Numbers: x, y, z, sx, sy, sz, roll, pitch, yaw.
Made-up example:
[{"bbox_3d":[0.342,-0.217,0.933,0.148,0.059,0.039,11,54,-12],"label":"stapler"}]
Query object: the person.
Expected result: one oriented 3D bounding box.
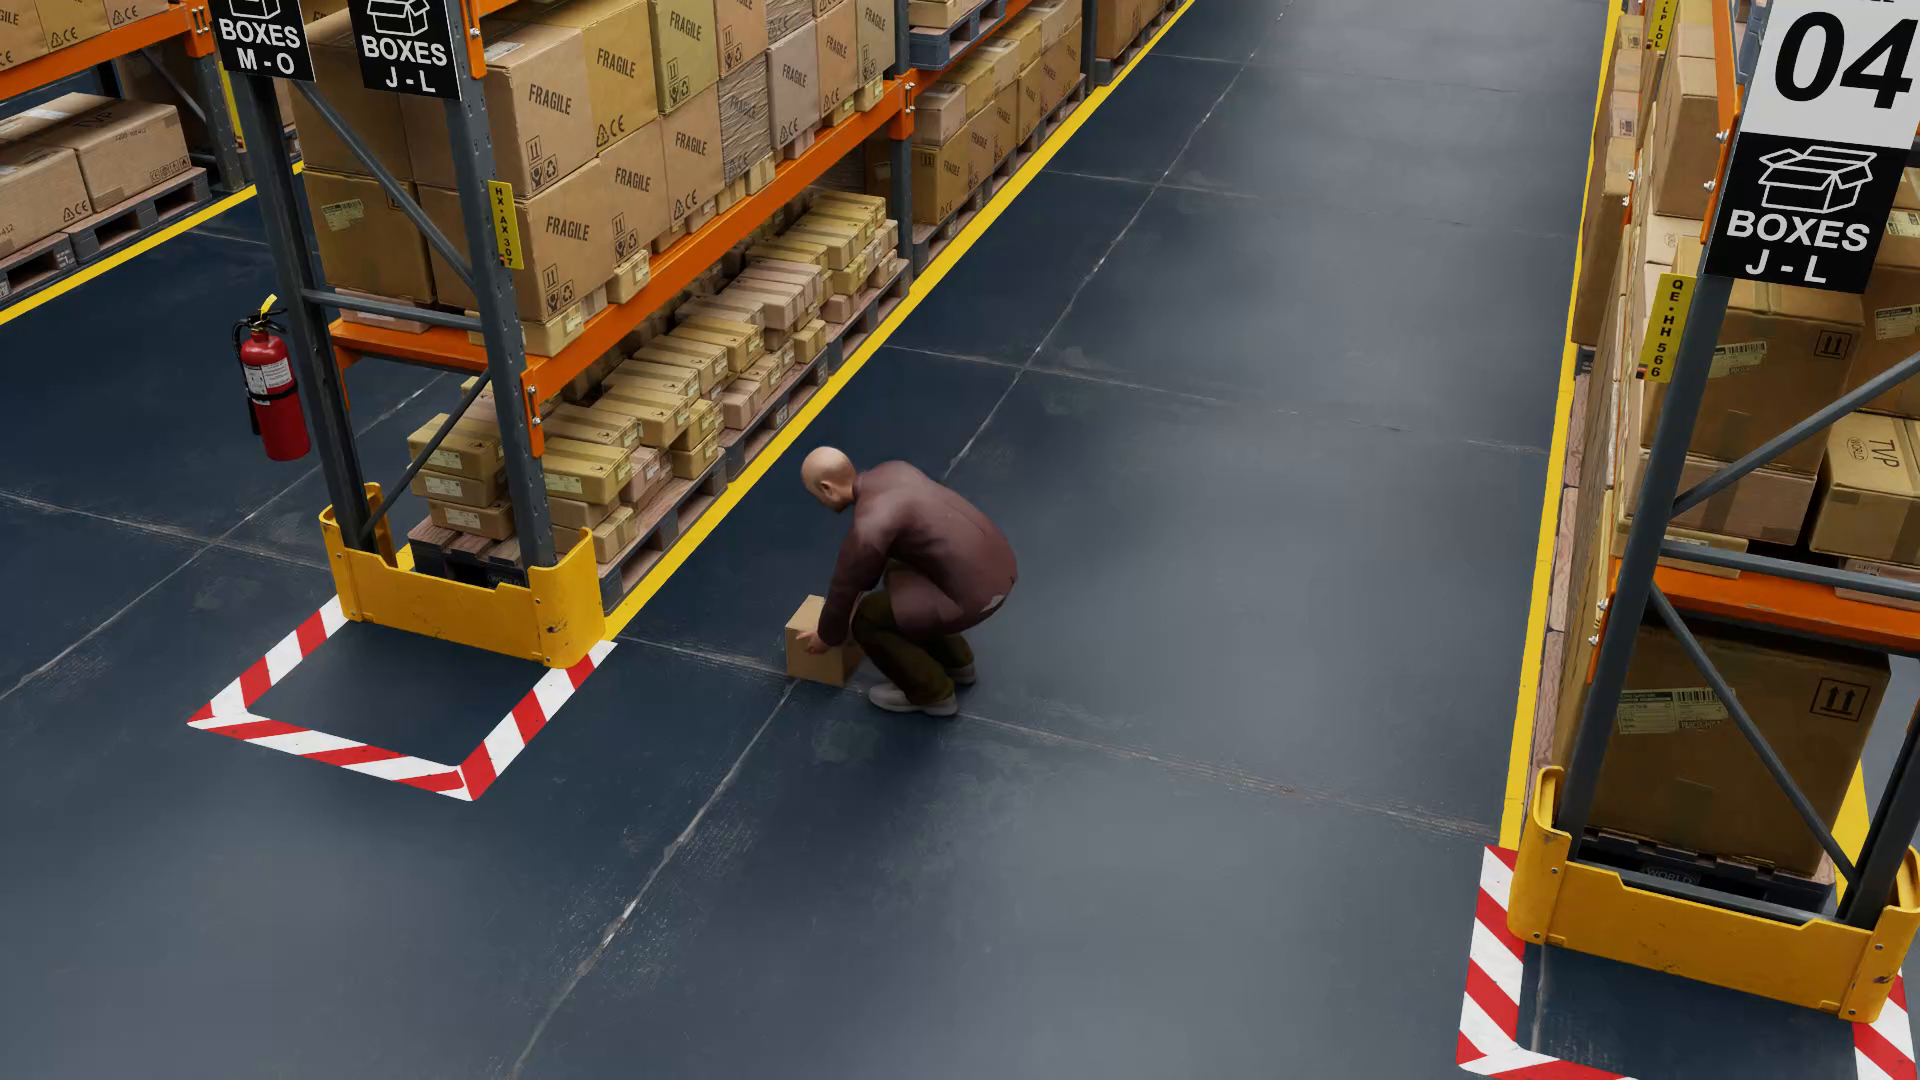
[{"bbox_3d":[-0.204,0.194,6.565,0.861,1.006,0.613,11,34,16],"label":"person"}]
